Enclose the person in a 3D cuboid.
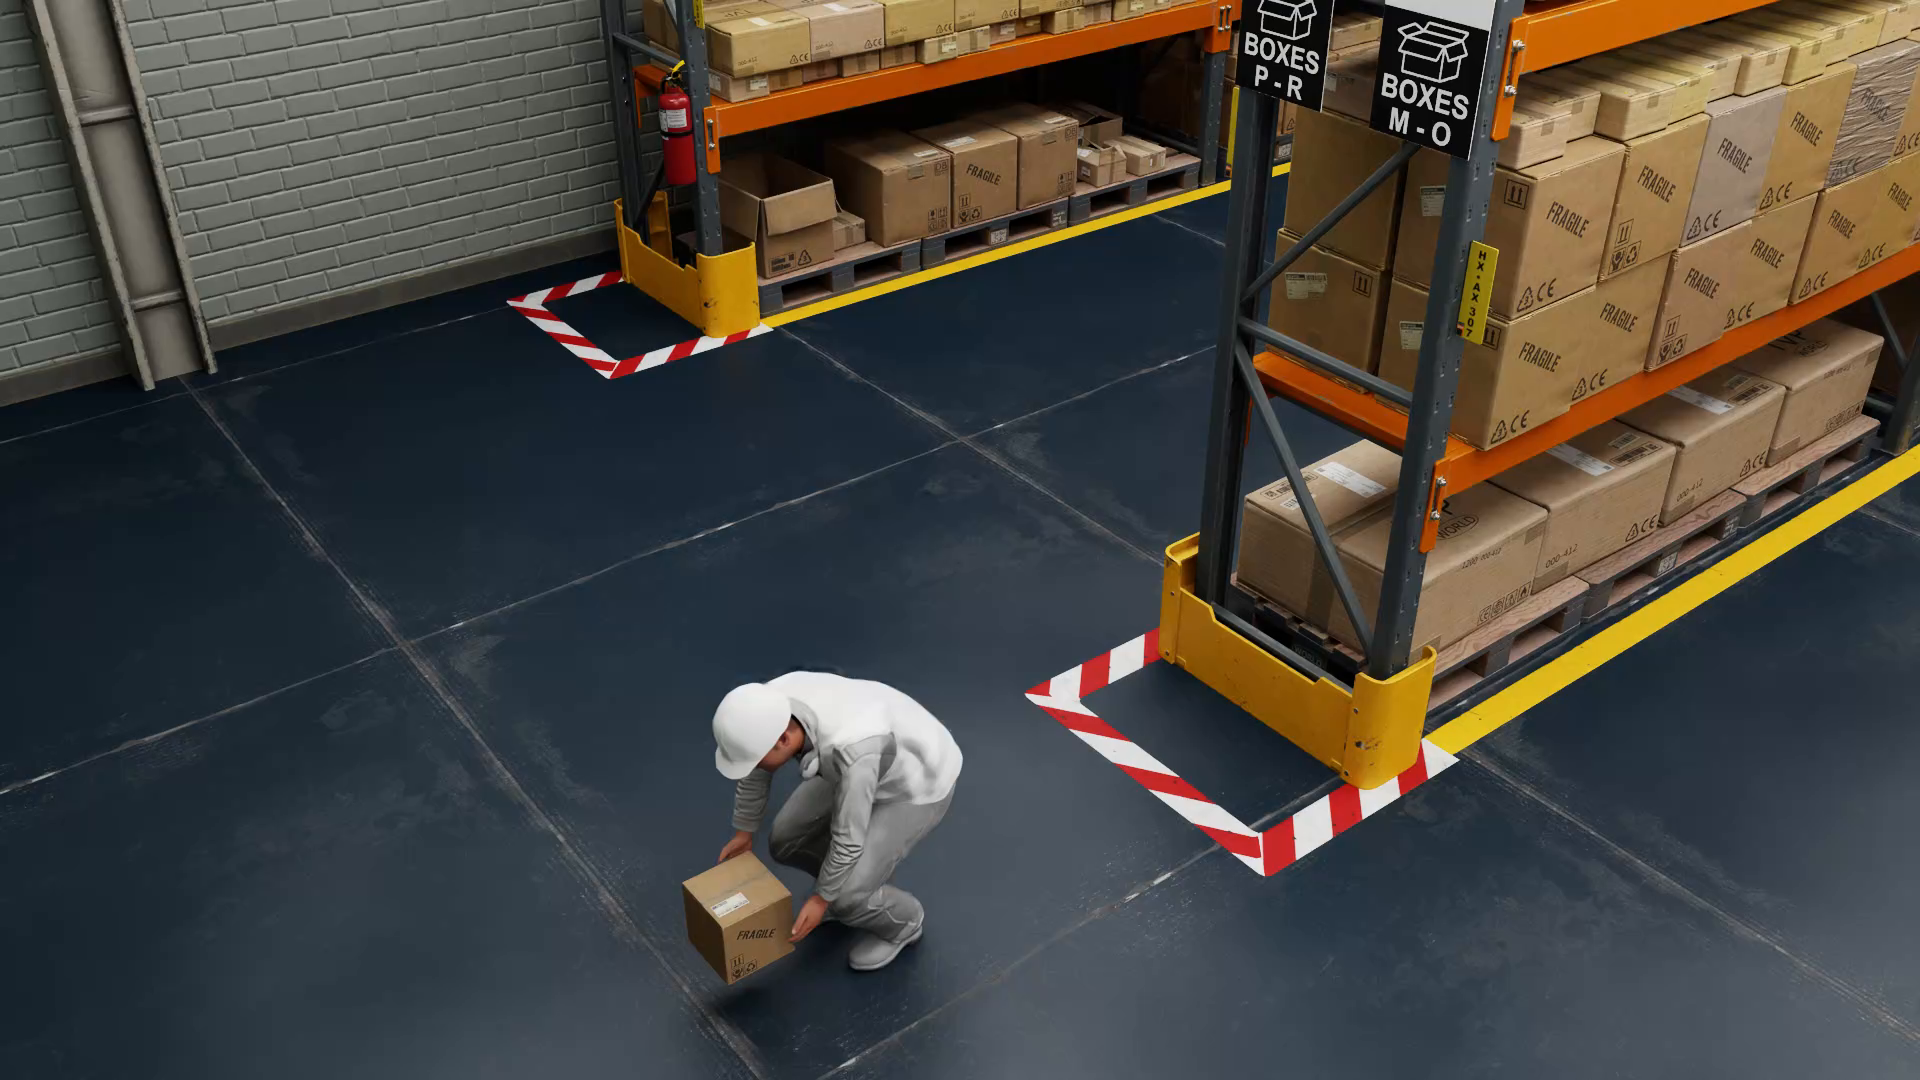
[{"bbox_3d":[-0.377,0.846,5.279,0.844,1.222,0.575,-22,38,-31],"label":"person"}]
